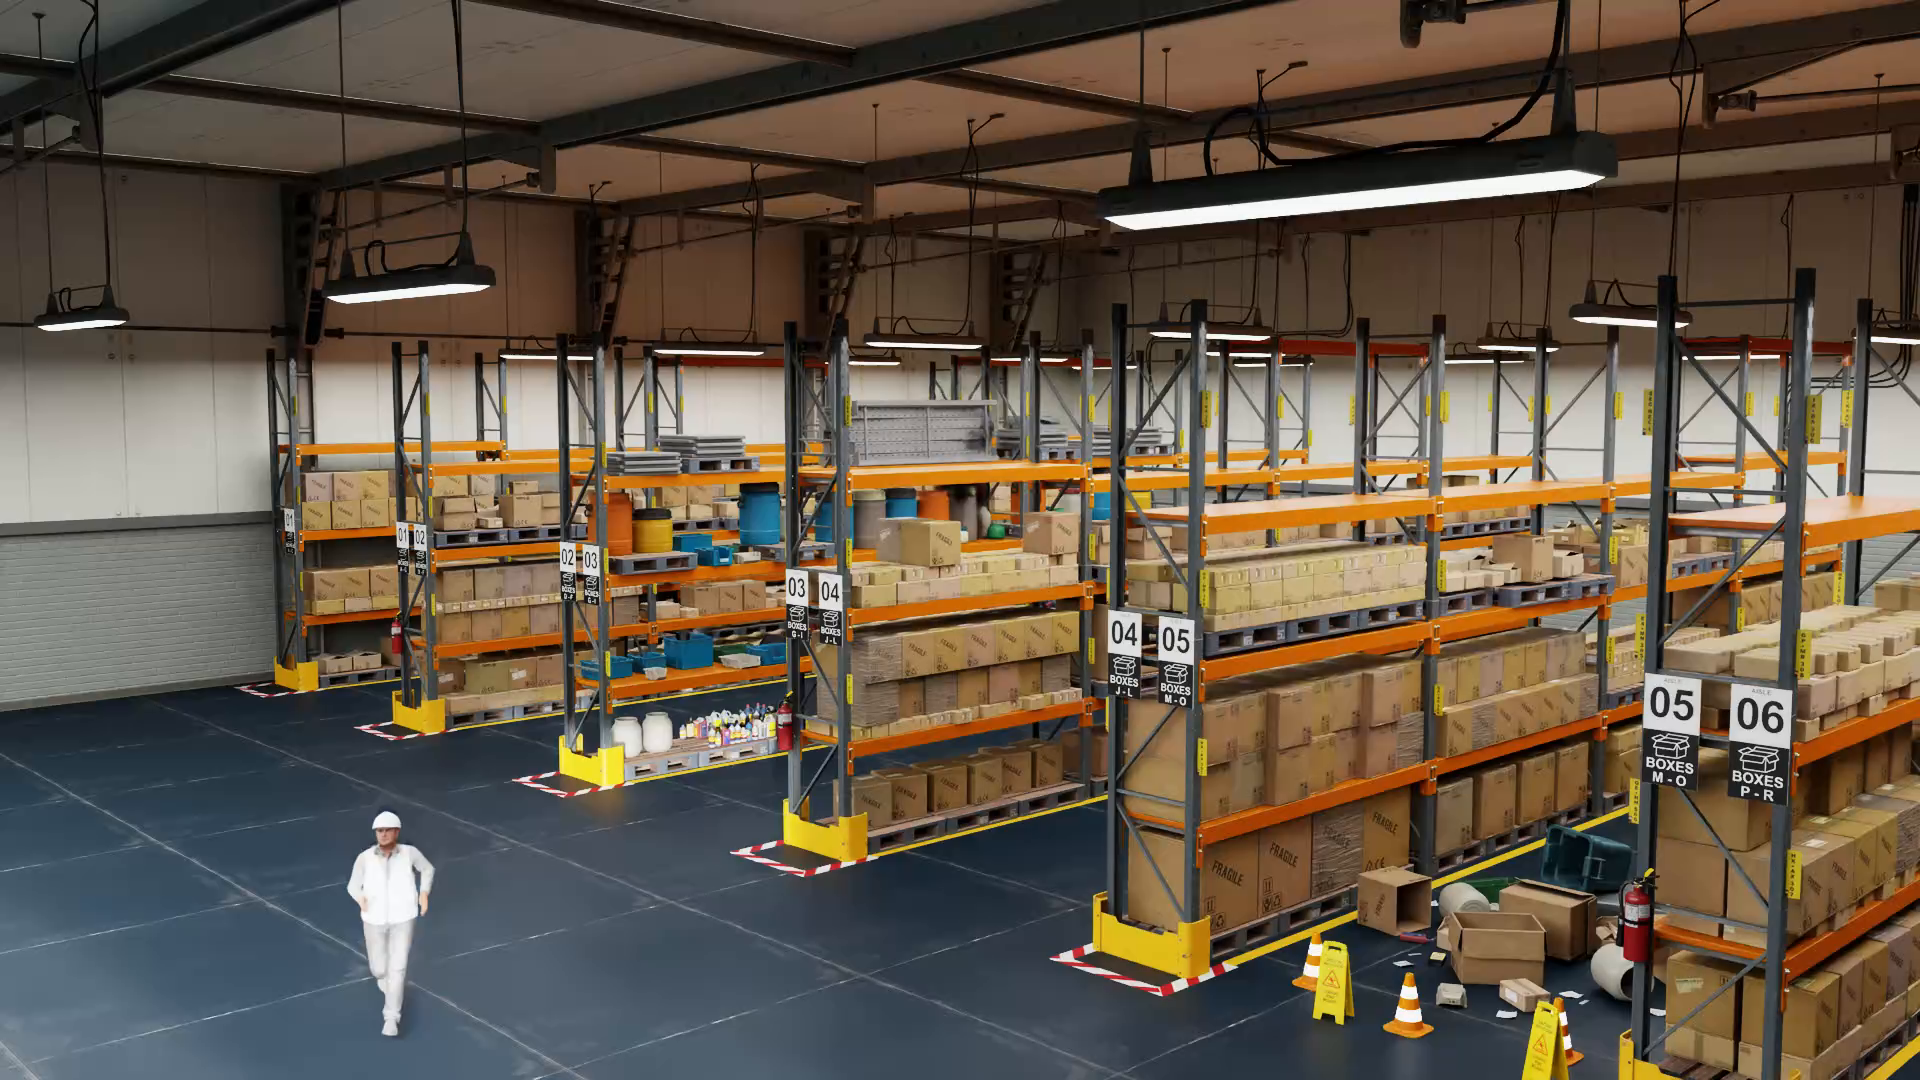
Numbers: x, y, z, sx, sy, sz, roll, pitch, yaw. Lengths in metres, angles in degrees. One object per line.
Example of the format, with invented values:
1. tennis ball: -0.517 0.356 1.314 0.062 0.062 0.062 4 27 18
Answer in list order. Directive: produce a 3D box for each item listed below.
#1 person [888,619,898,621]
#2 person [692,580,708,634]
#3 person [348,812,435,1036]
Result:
1. person: -1.104 1.636 28.205 0.779 1.737 0.526 -5 7 -44
2. person: -5.023 1.578 31.814 0.576 1.660 0.573 5 7 44
3. person: -4.686 3.111 13.693 0.677 1.743 0.984 -1 5 -13
